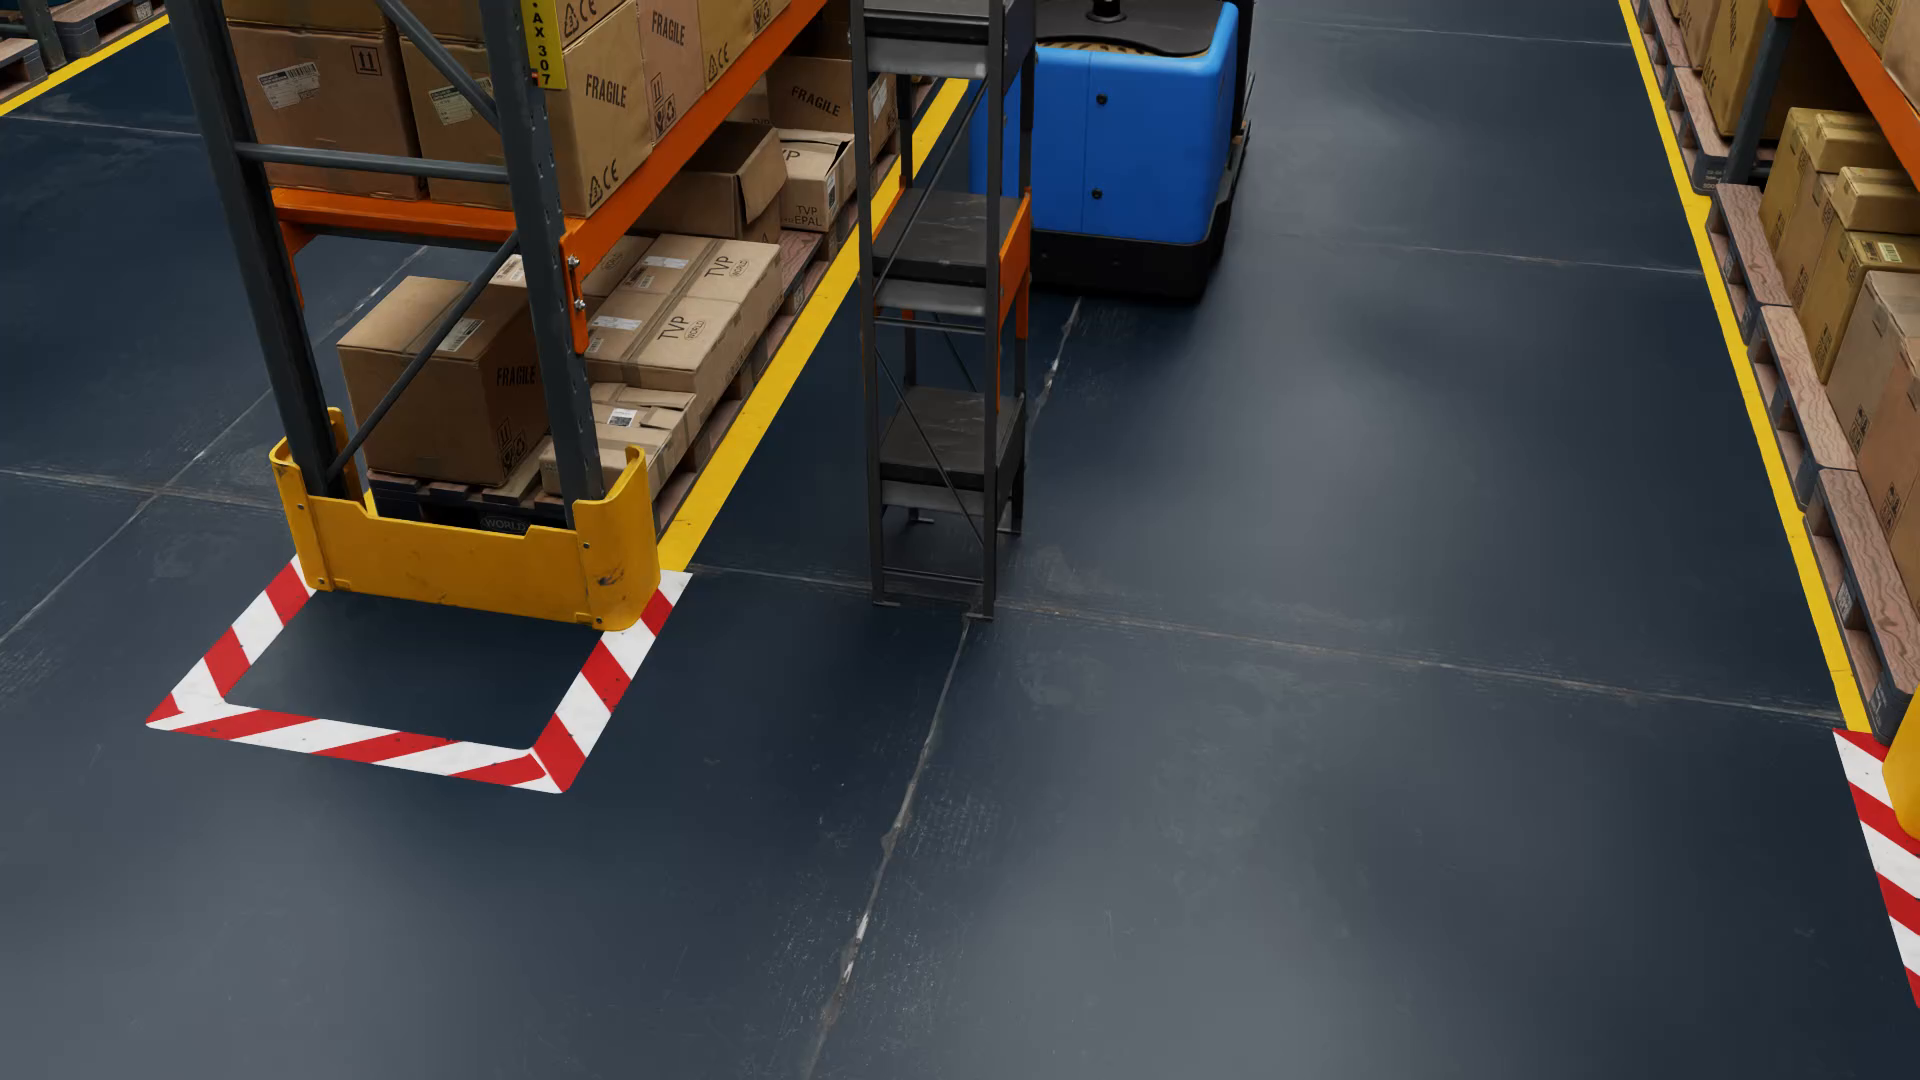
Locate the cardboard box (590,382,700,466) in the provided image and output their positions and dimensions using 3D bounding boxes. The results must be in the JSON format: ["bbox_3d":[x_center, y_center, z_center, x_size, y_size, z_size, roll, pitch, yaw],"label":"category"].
[{"bbox_3d":[-1.134,-0.412,5.802,0.380,0.166,0.250,7,37,10],"label":"cardboard box"}]

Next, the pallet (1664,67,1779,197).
[{"bbox_3d":[4.174,-2.038,8.382,1.003,0.211,1.213,7,37,10],"label":"pallet"}]

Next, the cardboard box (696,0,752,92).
[{"bbox_3d":[-1.045,-1.886,5.711,0.500,0.500,0.500,7,37,10],"label":"cardboard box"}]

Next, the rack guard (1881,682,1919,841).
[{"bbox_3d":[3.223,0.604,4.491,1.175,0.500,0.348,7,37,10],"label":"rack guard"}]

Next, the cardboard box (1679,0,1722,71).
[{"bbox_3d":[4.281,-2.914,8.688,0.750,0.750,0.750,8,37,11],"label":"cardboard box"}]

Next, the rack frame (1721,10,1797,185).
[{"bbox_3d":[4.082,-2.715,6.940,1.000,3.000,0.127,7,37,10],"label":"rack frame"}]

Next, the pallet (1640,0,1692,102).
[{"bbox_3d":[4.432,-2.739,9.350,1.003,0.211,1.213,7,37,10],"label":"pallet"}]

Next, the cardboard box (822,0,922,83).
[{"bbox_3d":[-0.416,-2.747,8.739,0.500,0.500,0.500,6,36,8],"label":"cardboard box"}]

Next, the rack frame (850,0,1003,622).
[{"bbox_3d":[-0.087,-0.615,4.810,0.400,2.100,0.015,7,37,10],"label":"rack frame"}]

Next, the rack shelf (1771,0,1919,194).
[{"bbox_3d":[3.655,-1.277,5.569,1.077,0.370,4.000,7,37,10],"label":"rack shelf"}]

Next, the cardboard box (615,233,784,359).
[{"bbox_3d":[-1.005,-0.955,6.480,0.500,0.250,0.500,7,37,10],"label":"cardboard box"}]

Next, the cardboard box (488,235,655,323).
[{"bbox_3d":[-1.504,-0.989,6.527,0.500,0.250,0.500,7,37,10],"label":"cardboard box"}]

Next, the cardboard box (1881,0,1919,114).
[{"bbox_3d":[3.643,-1.691,5.272,0.980,0.700,0.700,6,36,8],"label":"cardboard box"}]

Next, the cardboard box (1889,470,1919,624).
[{"bbox_3d":[3.280,0.006,4.957,0.700,0.500,0.500,7,37,10],"label":"cardboard box"}]

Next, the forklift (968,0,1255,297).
[{"bbox_3d":[0.859,-3.082,7.505,1.130,2.935,3.031,8,37,11],"label":"forklift"}]

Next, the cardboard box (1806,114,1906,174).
[{"bbox_3d":[3.571,-1.546,6.547,0.380,0.149,0.250,8,37,12],"label":"cardboard box"}]

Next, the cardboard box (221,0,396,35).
[{"bbox_3d":[-1.786,-1.776,4.707,0.500,0.500,0.500,7,37,10],"label":"cardboard box"}]

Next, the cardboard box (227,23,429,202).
[{"bbox_3d":[-1.782,-1.372,5.002,0.500,0.500,0.500,8,37,11],"label":"cardboard box"}]

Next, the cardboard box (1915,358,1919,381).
[{"bbox_3d":[3.183,-0.499,5.102,0.380,0.149,0.250,8,37,11],"label":"cardboard box"}]

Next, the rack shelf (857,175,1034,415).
[{"bbox_3d":[-0.035,-0.744,5.011,0.431,0.518,0.480,7,37,10],"label":"rack shelf"}]

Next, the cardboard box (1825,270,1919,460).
[{"bbox_3d":[3.493,-0.569,5.751,0.700,0.500,0.500,6,36,8],"label":"cardboard box"}]

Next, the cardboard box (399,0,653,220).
[{"bbox_3d":[-1.260,-1.302,4.906,0.500,0.500,0.500,8,37,11],"label":"cardboard box"}]

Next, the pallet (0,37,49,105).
[{"bbox_3d":[-5.715,-2.401,8.883,1.003,0.211,1.213,7,37,10],"label":"pallet"}]

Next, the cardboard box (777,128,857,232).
[{"bbox_3d":[-0.763,-1.631,7.361,0.500,0.311,0.500,7,37,10],"label":"cardboard box"}]

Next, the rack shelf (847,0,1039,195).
[{"bbox_3d":[-0.035,-1.311,4.600,0.431,0.518,0.480,7,37,10],"label":"rack shelf"}]

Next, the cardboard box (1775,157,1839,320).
[{"bbox_3d":[3.712,-1.170,6.580,0.700,0.500,0.500,7,37,9],"label":"cardboard box"}]

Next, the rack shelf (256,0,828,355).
[{"bbox_3d":[-1.185,-1.896,6.423,1.077,0.370,4.000,7,37,10],"label":"rack shelf"}]

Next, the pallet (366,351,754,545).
[{"bbox_3d":[-1.427,-0.412,6.139,1.003,0.211,1.213,7,37,10],"label":"pallet"}]

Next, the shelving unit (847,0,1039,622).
[{"bbox_3d":[-0.035,-0.755,5.003,0.431,2.100,0.503,7,37,10],"label":"shelving unit"}]

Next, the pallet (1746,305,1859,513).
[{"bbox_3d":[3.585,-0.458,6.202,1.003,0.211,1.213,7,37,10],"label":"pallet"}]

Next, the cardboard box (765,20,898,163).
[{"bbox_3d":[-0.602,-2.138,7.899,0.500,0.500,0.500,7,37,10],"label":"cardboard box"}]

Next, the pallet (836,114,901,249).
[{"bbox_3d":[-0.905,-1.811,8.069,1.003,0.211,1.213,7,37,10],"label":"pallet"}]
